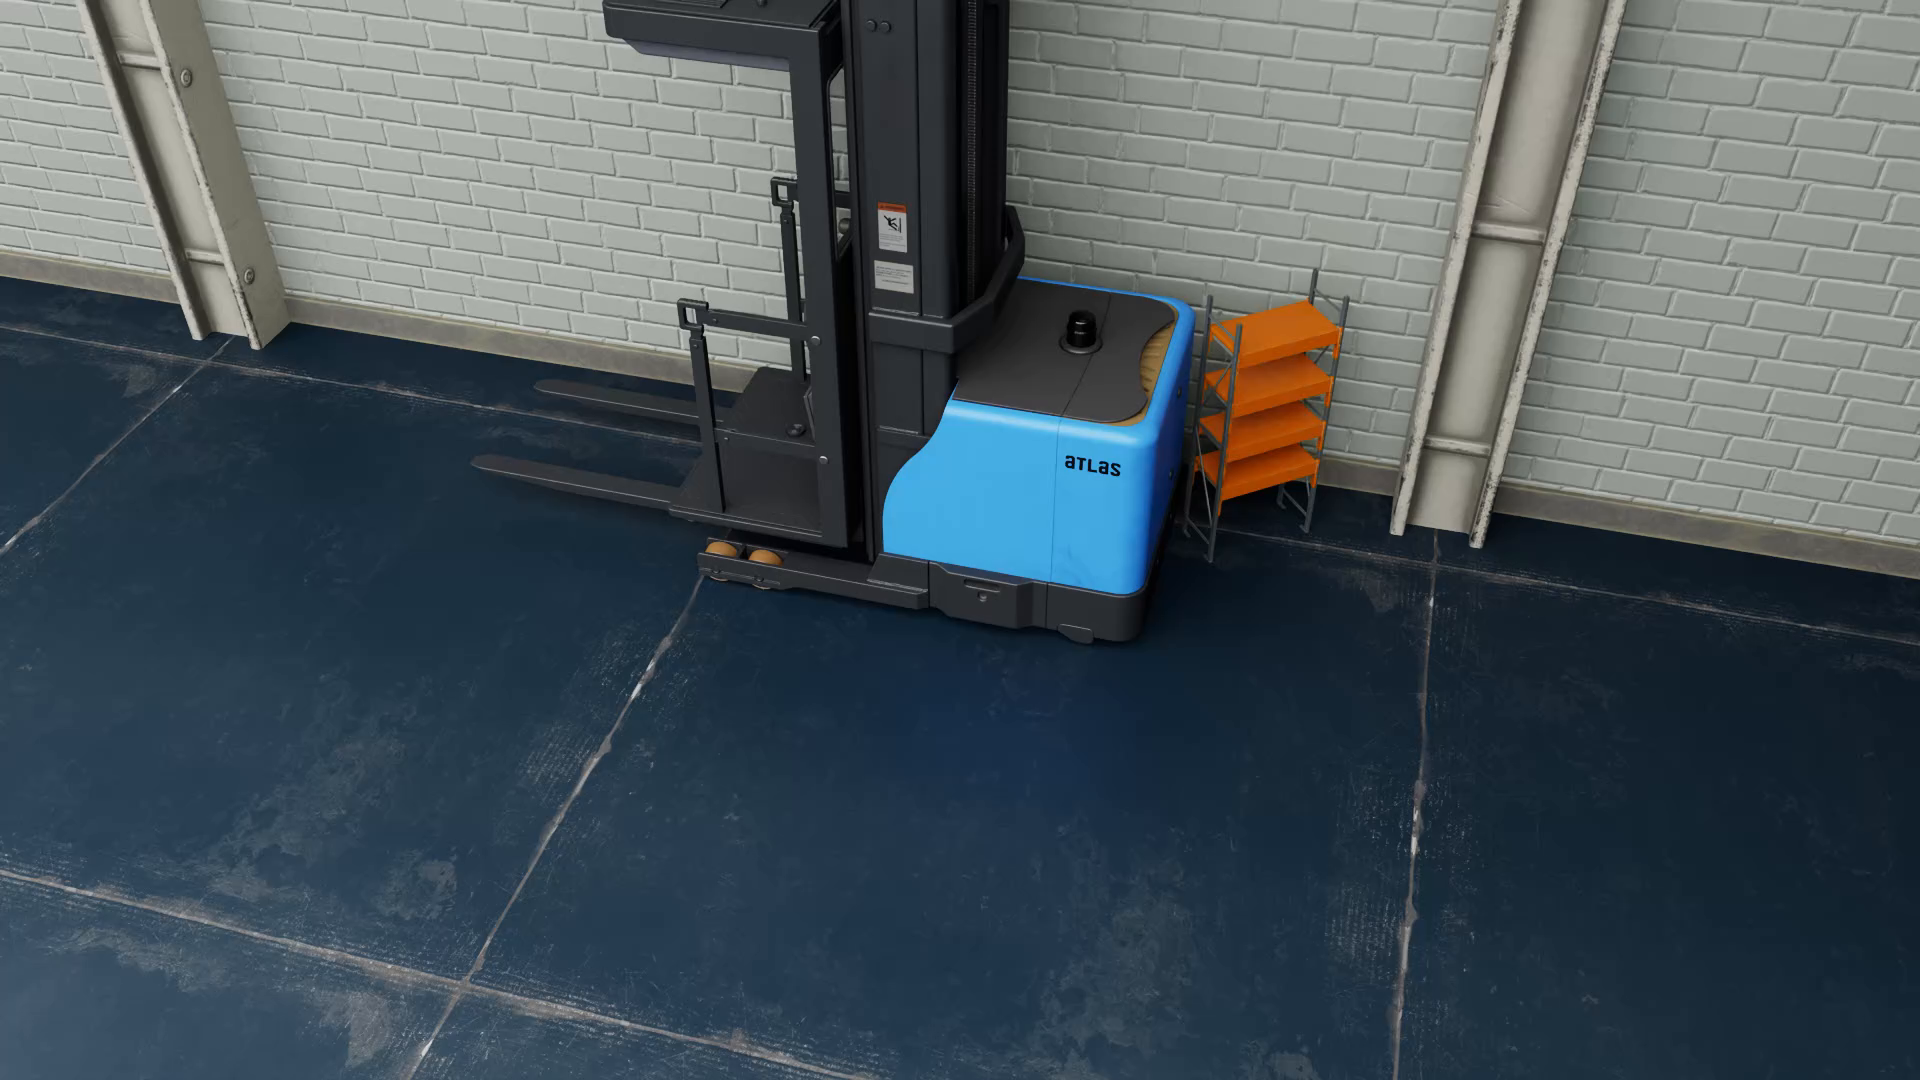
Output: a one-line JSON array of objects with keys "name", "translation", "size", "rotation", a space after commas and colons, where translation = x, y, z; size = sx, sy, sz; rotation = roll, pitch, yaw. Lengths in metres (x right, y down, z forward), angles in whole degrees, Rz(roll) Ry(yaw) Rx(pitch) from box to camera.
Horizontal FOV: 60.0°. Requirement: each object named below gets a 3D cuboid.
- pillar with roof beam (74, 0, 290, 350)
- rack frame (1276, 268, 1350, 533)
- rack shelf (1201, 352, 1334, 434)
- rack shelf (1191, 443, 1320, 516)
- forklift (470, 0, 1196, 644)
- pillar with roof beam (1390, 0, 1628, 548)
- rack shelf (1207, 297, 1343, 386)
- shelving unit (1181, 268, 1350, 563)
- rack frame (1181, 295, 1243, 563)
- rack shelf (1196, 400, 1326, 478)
[{"name": "pillar with roof beam", "translation": [-4.795, -1.860, 2.467], "size": [0.400, 9.000, 9.100], "rotation": [10, 41, 11]}, {"name": "rack frame", "translation": [1.473, -0.560, 6.984], "size": [0.015, 1.200, 0.240], "rotation": [-16, 43, -18]}, {"name": "rack shelf", "translation": [1.250, -0.616, 6.807], "size": [0.480, 0.148, 0.258], "rotation": [-16, 43, -18]}, {"name": "rack shelf", "translation": [1.250, -0.293, 7.079], "size": [0.480, 0.148, 0.258], "rotation": [-16, 43, -18]}, {"name": "forklift", "translation": [-0.607, -1.231, 6.437], "size": [3.031, 2.935, 1.130], "rotation": [10, 41, 12]}, {"name": "pillar with roof beam", "translation": [1.001, -0.862, 1.280], "size": [0.400, 9.000, 9.100], "rotation": [10, 41, 11]}, {"name": "rack shelf", "translation": [1.250, -0.797, 6.655], "size": [0.480, 0.148, 0.258], "rotation": [-16, 43, -18]}, {"name": "shelving unit", "translation": [1.250, -0.496, 6.908], "size": [0.503, 1.200, 0.258], "rotation": [-16, 43, -18]}, {"name": "rack frame", "translation": [1.028, -0.432, 6.832], "size": [0.015, 1.200, 0.240], "rotation": [-16, 43, -18]}, {"name": "rack shelf", "translation": [1.250, -0.445, 6.951], "size": [0.480, 0.148, 0.258], "rotation": [-16, 43, -18]}]
